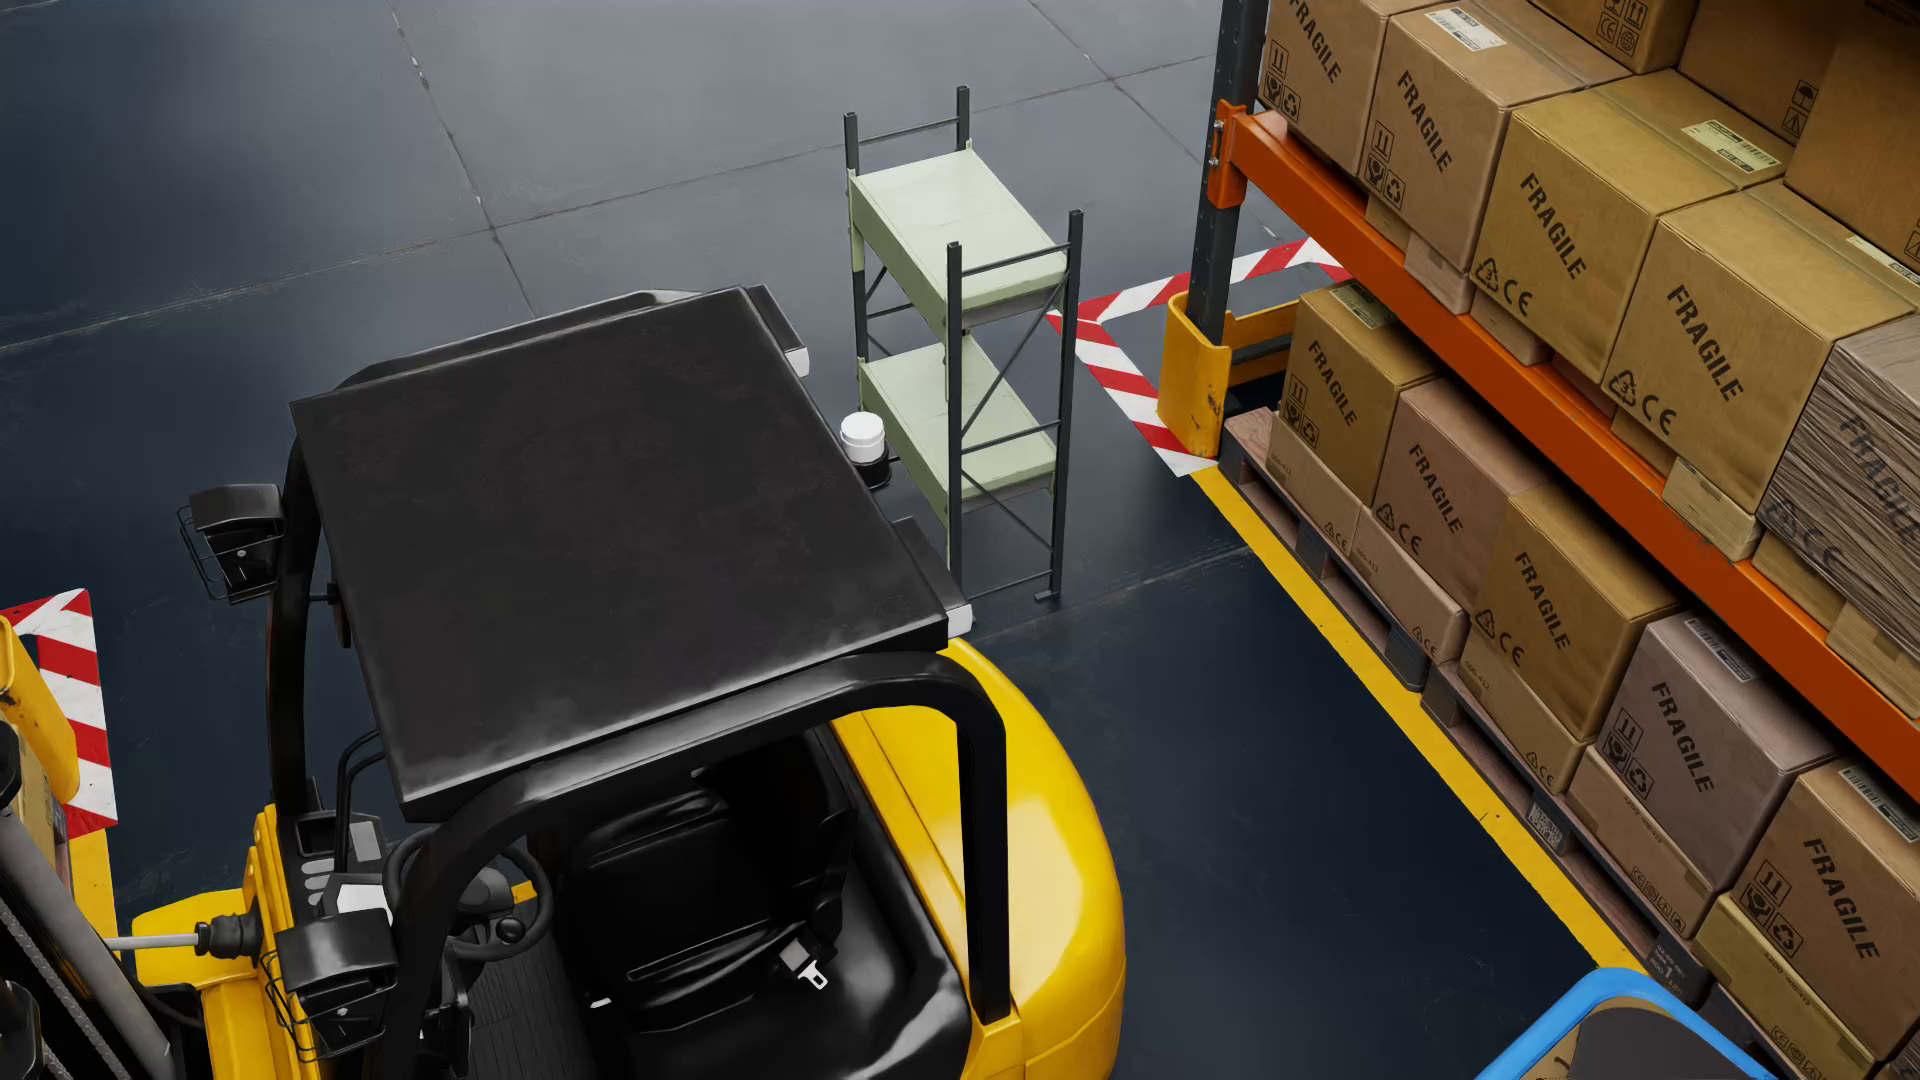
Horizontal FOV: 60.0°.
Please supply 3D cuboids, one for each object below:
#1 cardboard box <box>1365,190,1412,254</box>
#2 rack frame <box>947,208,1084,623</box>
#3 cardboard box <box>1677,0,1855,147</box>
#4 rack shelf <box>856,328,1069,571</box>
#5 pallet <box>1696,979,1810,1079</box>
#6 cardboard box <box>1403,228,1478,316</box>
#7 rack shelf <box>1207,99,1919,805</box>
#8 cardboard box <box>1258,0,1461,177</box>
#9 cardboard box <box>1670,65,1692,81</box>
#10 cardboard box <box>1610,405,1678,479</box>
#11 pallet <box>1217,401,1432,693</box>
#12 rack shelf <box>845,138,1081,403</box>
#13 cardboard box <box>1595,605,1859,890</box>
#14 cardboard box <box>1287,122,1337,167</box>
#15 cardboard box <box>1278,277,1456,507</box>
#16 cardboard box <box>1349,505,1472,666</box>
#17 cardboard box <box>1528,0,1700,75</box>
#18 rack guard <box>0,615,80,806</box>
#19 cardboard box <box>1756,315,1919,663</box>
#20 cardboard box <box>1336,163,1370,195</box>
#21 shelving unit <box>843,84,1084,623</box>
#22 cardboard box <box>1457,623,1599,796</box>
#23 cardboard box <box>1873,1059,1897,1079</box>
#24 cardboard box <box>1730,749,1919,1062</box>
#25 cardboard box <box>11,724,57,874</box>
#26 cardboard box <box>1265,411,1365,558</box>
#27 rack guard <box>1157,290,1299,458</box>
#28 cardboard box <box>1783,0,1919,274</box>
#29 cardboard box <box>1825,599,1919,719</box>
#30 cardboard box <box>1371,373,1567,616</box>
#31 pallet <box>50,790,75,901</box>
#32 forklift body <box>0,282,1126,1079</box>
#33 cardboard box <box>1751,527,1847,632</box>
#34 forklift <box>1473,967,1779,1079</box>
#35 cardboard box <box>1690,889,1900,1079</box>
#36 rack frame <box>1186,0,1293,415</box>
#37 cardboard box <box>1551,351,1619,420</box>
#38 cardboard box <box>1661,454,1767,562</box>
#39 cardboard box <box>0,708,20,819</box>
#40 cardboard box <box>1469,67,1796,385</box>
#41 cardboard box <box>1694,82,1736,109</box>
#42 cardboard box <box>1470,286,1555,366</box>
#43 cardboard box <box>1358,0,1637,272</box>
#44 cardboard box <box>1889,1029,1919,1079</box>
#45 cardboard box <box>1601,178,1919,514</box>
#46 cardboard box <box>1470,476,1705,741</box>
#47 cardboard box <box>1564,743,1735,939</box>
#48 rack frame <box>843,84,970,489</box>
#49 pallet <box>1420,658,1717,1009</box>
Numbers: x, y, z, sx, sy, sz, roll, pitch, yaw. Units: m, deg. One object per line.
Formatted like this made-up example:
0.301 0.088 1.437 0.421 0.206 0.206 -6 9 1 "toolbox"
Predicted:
1.399 -0.965 4.771 0.380 0.149 0.250 -19 48 -19 "cardboard box"
0.151 -0.305 4.991 0.400 1.500 0.023 -18 47 -17 "rack frame"
2.213 -1.299 3.936 0.700 0.500 0.500 -19 48 -18 "cardboard box"
-0.003 -0.306 5.457 0.431 0.370 0.720 -18 47 -17 "rack shelf"
2.654 1.442 4.138 1.003 0.211 1.213 -18 47 -17 "pallet"
1.464 -0.790 4.594 0.380 0.149 0.250 -17 47 -17 "cardboard box"
2.128 -0.151 4.280 1.077 0.370 4.000 -18 47 -17 "rack shelf"
1.234 -1.440 4.790 0.500 0.500 0.500 -19 48 -18 "cardboard box"
1.971 -1.238 4.586 0.500 0.500 0.500 -18 47 -17 "cardboard box"
1.853 -0.307 4.105 0.380 0.149 0.250 -19 48 -18 "cardboard box"
1.628 -0.113 5.714 1.003 0.211 1.213 -18 47 -17 "pallet"
-0.003 -0.816 4.953 0.431 0.370 0.720 -18 47 -17 "rack shelf"
2.045 0.483 4.249 0.500 0.500 0.500 -16 47 -15 "cardboard box"
1.242 -1.315 5.126 0.380 0.149 0.250 -18 47 -17 "cardboard box"
1.385 -0.509 5.255 0.500 0.500 0.500 -20 48 -19 "cardboard box"
1.583 0.071 5.201 0.500 0.250 0.500 -16 47 -16 "cardboard box"
1.906 -1.593 4.234 0.700 0.500 0.500 -18 47 -17 "cardboard box"
-3.225 0.661 4.724 1.175 0.500 0.348 -18 47 -17 "rack guard"
2.111 -0.139 3.473 0.500 0.500 0.500 -17 47 -16 "cardboard box"
1.361 -1.158 4.967 0.380 0.149 0.250 -17 47 -17 "cardboard box"
-0.003 -0.538 5.228 0.431 1.500 0.755 -18 47 -17 "shelving unit"
1.824 0.415 4.853 0.500 0.250 0.500 -15 47 -15 "cardboard box"
2.476 1.399 3.855 0.500 0.250 0.500 -16 47 -16 "cardboard box"
2.261 0.808 3.920 0.500 0.500 0.500 -17 47 -17 "cardboard box"
-2.731 0.822 4.440 0.500 0.250 0.500 -18 47 -17 "cardboard box"
1.375 -0.257 5.533 0.500 0.250 0.500 -18 48 -18 "cardboard box"
1.319 -0.744 6.148 1.175 0.500 0.348 -18 47 -17 "rack guard"
2.297 -0.940 3.572 0.700 0.500 0.500 -18 47 -18 "cardboard box"
2.127 0.195 3.595 0.380 0.149 0.250 -19 48 -18 "cardboard box"
1.609 -0.177 4.918 0.500 0.500 0.500 -20 48 -19 "cardboard box"
-2.856 1.254 4.329 1.003 0.211 1.213 -18 47 -17 "pallet"
-0.763 0.758 3.450 2.313 2.155 1.214 -18 47 -17 "forklift body"
2.046 0.023 3.769 0.380 0.149 0.250 -19 48 -18 "cardboard box"
1.901 1.578 2.064 1.130 2.935 3.031 -30 52 -27 "forklift"
2.243 1.063 4.196 0.500 0.250 0.500 -19 48 -18 "cardboard box"
1.287 -1.682 5.319 1.000 3.000 0.127 -18 47 -17 "rack frame"
1.769 -0.484 4.284 0.380 0.149 0.250 -17 47 -16 "cardboard box"
1.905 -0.130 3.925 0.380 0.149 0.250 -18 47 -17 "cardboard box"
-2.727 0.656 4.253 0.500 0.250 0.500 -19 48 -18 "cardboard box"
1.670 -0.786 4.128 0.500 0.500 0.500 -19 48 -18 "cardboard box"
2.178 -0.918 4.262 0.500 0.500 0.500 -18 47 -18 "cardboard box"
1.603 -0.635 4.437 0.380 0.149 0.250 -17 47 -16 "cardboard box"
1.455 -1.110 4.457 0.500 0.500 0.500 -17 47 -16 "cardboard box"
2.476 1.132 3.592 0.500 0.500 0.500 -19 48 -18 "cardboard box"
1.891 -0.464 3.802 0.500 0.500 0.500 -19 48 -18 "cardboard box"
1.813 0.145 4.592 0.500 0.500 0.500 -17 47 -17 "cardboard box"
2.034 0.737 4.526 0.500 0.250 0.500 -17 47 -17 "cardboard box"
-0.157 -0.771 5.464 0.400 1.500 0.023 -18 47 -17 "rack frame"
2.137 0.664 4.927 1.003 0.211 1.213 -18 47 -17 "pallet"
